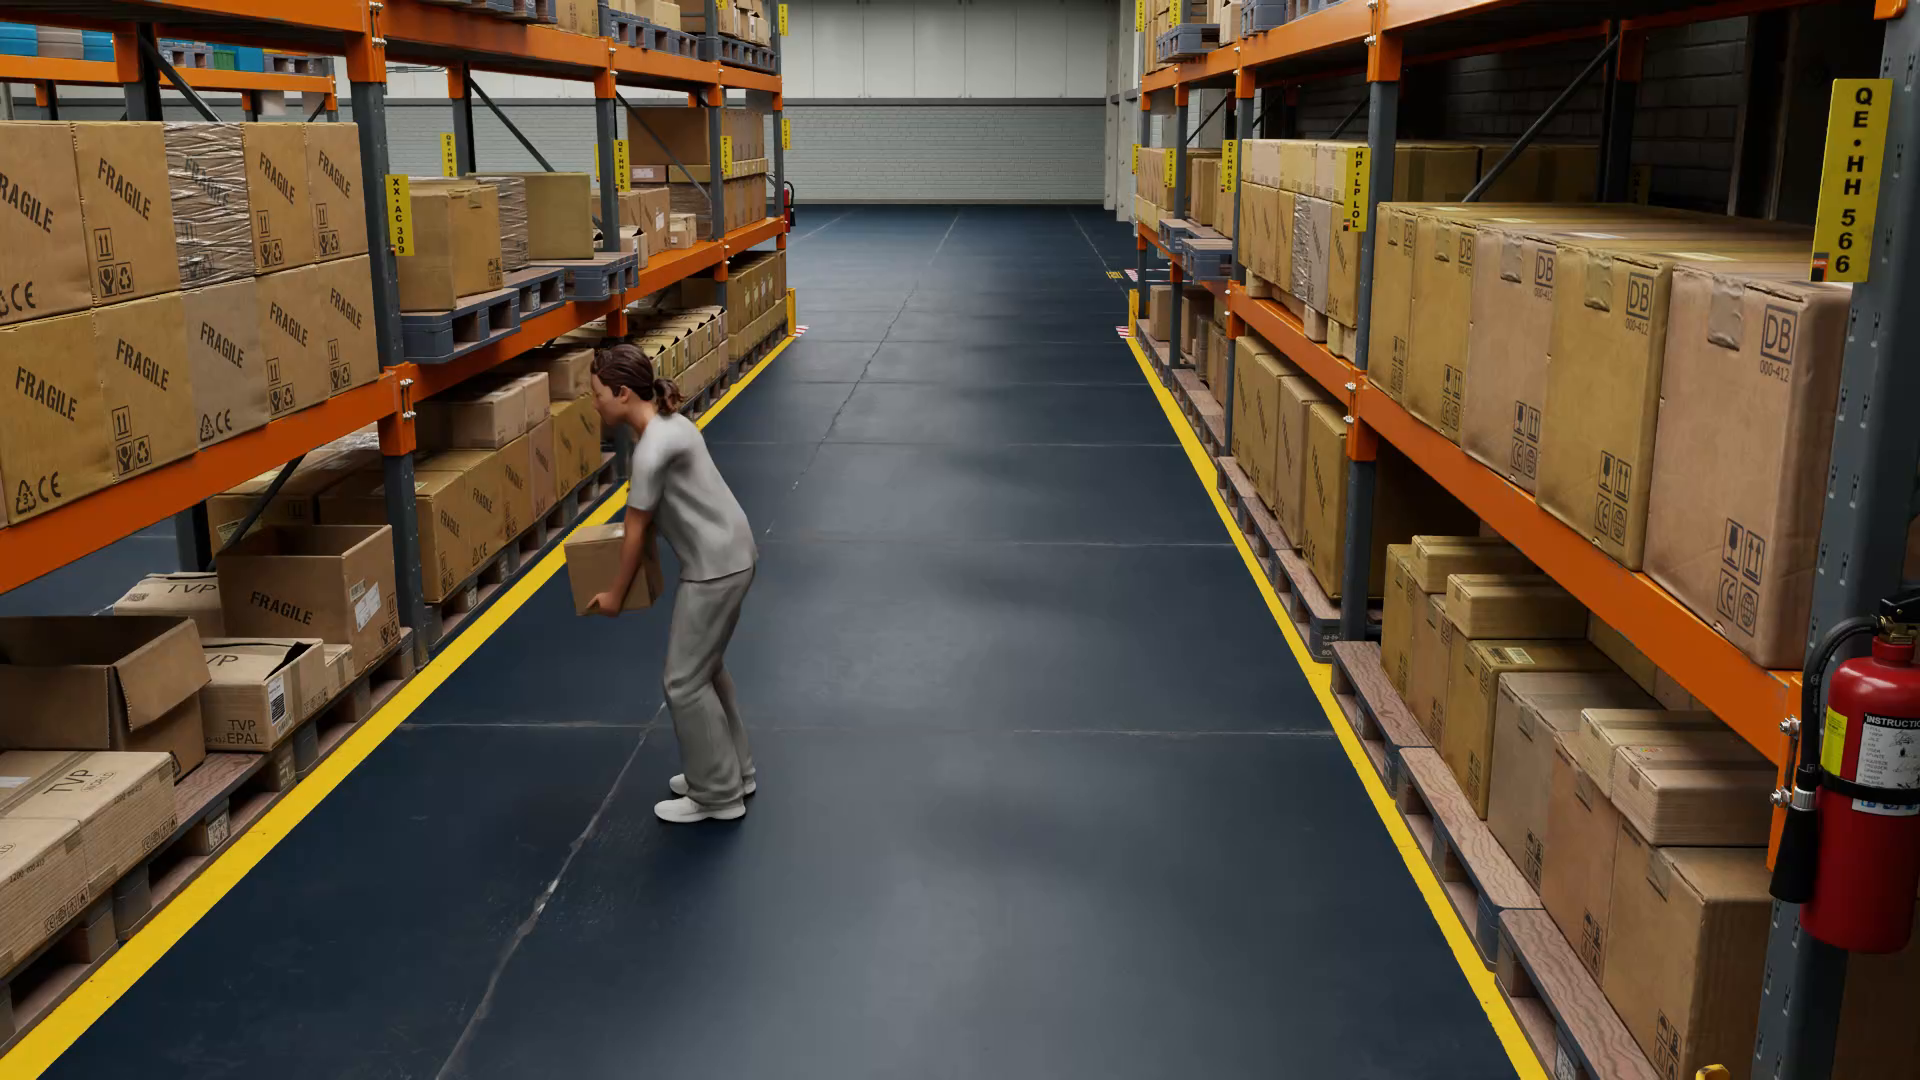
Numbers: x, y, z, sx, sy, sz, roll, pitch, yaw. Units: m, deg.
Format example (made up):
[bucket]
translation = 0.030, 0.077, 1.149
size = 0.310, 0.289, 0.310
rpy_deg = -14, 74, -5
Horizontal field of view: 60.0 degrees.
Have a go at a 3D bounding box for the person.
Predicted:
[person]
translation = -0.957, 0.145, 5.579
size = 0.550, 1.606, 0.407
rpy_deg = 0, 14, 0
